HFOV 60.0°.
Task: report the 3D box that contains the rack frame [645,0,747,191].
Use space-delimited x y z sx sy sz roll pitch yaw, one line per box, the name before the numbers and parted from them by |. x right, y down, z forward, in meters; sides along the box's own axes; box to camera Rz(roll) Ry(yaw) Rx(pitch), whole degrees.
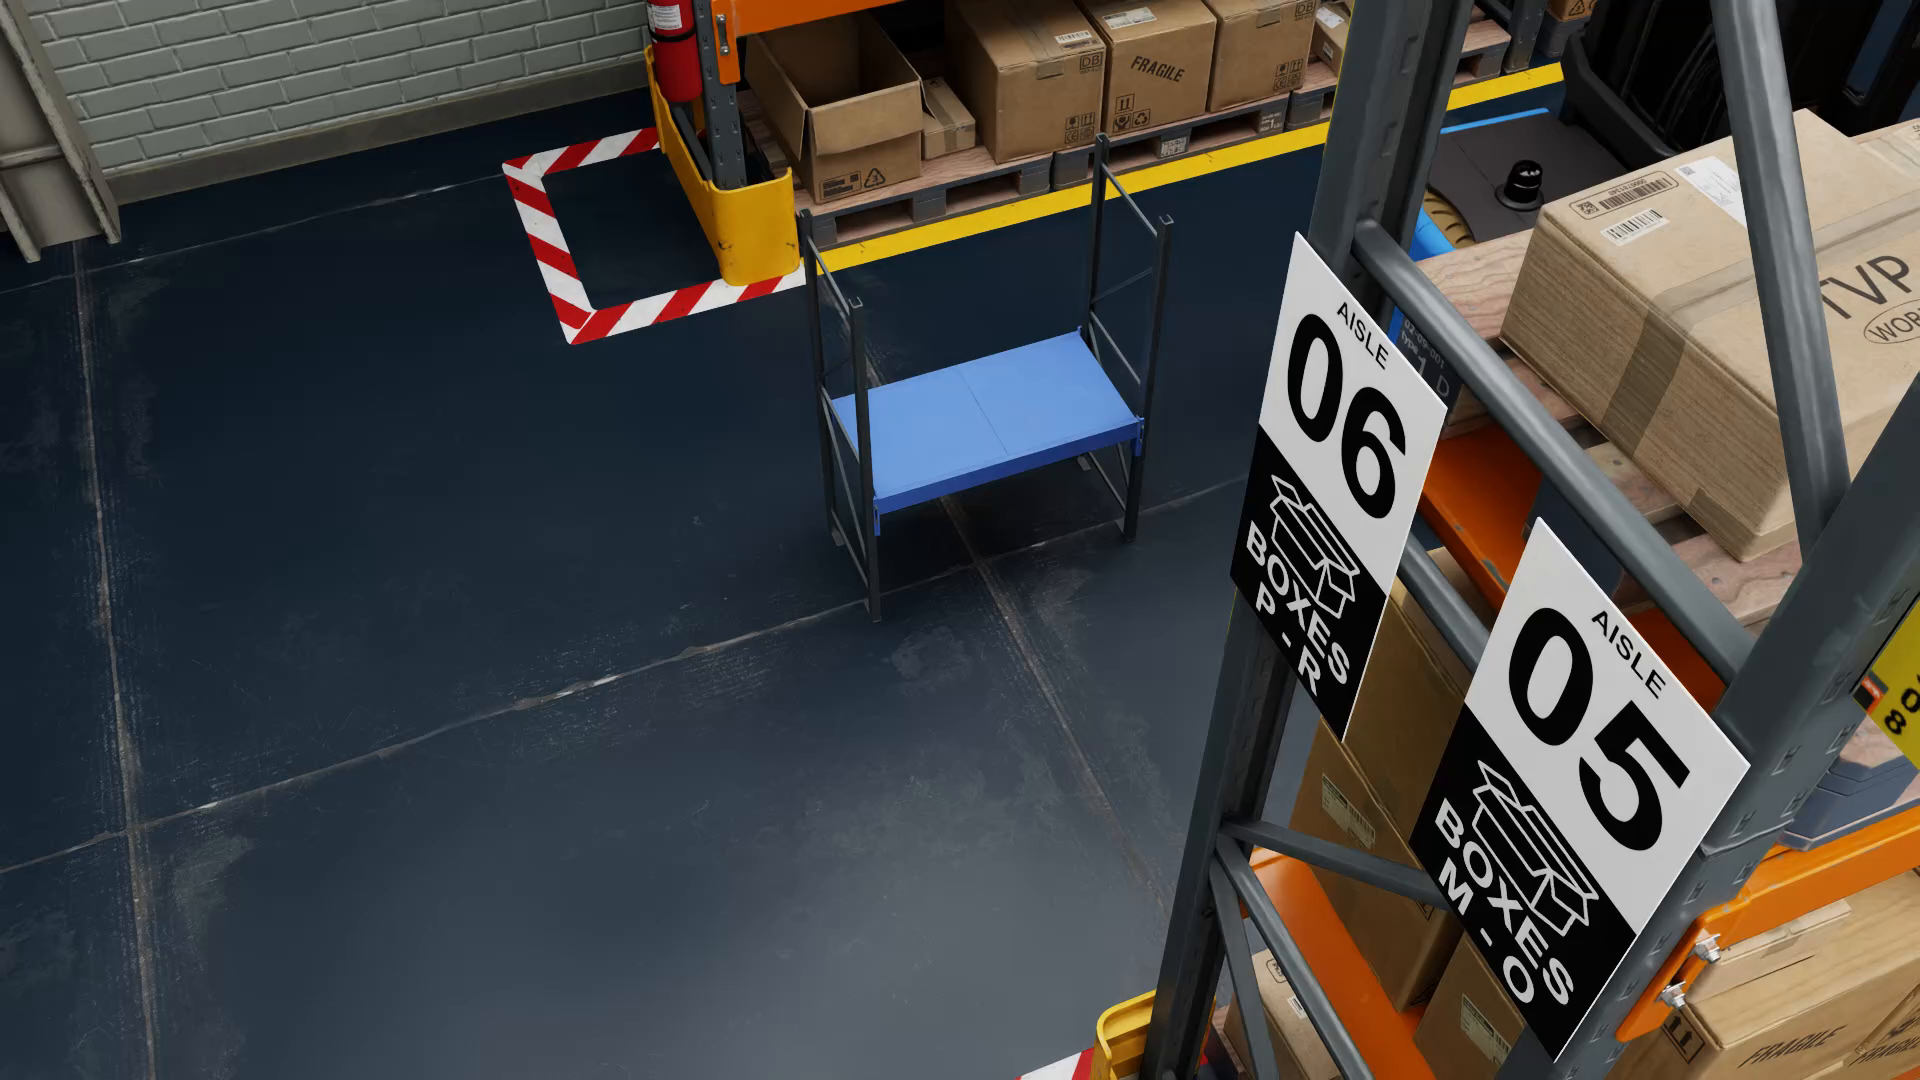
rack frame | -1.131 -2.496 6.416 0.127 3.000 1.000 -17 52 -14

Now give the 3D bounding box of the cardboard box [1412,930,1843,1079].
cardboard box | 1.303 1.021 3.330 0.500 0.500 0.500 -18 52 -15

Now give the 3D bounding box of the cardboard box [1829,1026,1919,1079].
cardboard box | 1.760 0.856 3.472 0.500 0.500 0.500 -18 52 -15

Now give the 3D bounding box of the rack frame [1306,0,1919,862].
rack frame | 0.750 -0.965 1.147 0.127 3.000 1.000 -17 52 -14

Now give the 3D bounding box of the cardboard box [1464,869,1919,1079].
cardboard box | 1.302 0.693 2.952 0.500 0.500 0.500 -18 52 -15

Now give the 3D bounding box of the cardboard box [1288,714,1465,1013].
cardboard box | 1.096 0.632 3.664 0.500 0.500 0.500 -17 51 -14

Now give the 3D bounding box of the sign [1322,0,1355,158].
sign | 0.557 -0.636 2.310 0.005 0.325 0.100 -17 52 -14

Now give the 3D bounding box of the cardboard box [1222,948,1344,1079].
cardboard box | 1.323 1.428 4.459 0.875 0.438 0.875 -19 52 -15

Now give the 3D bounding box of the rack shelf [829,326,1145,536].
rack shelf | 0.079 -0.396 5.838 1.000 0.185 0.538 -17 52 -14

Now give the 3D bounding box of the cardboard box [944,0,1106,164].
cardboard box | 0.278 -2.145 7.486 0.500 0.500 0.700 -15 51 -13

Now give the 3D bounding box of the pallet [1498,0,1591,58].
pallet | 3.311 -2.995 8.683 1.213 0.211 1.003 -17 52 -14

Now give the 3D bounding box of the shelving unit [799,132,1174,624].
shelving unit | 0.079 -0.513 5.702 1.048 1.500 0.538 -17 52 -14

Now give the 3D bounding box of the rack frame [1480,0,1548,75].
rack frame | 2.572 -3.643 7.402 0.127 3.000 1.000 -17 52 -14

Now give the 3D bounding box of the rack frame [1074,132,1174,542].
rack frame | 0.550 -0.659 5.827 0.032 1.500 0.500 -17 52 -14

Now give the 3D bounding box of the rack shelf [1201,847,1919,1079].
rack shelf | 2.601 0.650 4.189 4.000 0.370 1.077 -17 52 -14

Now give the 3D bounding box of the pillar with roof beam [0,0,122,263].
pillar with roof beam | -2.340 -1.286 1.423 0.400 9.000 9.100 -17 52 -14

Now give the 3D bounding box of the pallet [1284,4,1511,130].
pallet | 1.936 -2.538 8.291 1.213 0.211 1.003 -17 52 -14

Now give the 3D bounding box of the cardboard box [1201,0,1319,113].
cardboard box | 1.239 -2.443 7.741 0.500 0.500 0.700 -19 52 -16

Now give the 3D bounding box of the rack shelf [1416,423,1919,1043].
rack shelf | 2.601 -0.327 3.051 4.000 0.370 1.077 -17 52 -14

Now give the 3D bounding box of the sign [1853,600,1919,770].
sign | 0.954 0.093 1.587 0.005 0.325 0.100 -17 52 -14

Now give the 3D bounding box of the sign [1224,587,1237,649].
sign | 0.557 0.150 3.225 0.005 0.325 0.100 -17 52 -14

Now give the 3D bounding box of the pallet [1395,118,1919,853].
pallet | 1.433 -0.179 2.508 1.213 0.211 1.003 -17 52 -14

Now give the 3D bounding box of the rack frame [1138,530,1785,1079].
rack frame | 0.750 0.989 3.423 0.127 3.000 1.000 -17 52 -14

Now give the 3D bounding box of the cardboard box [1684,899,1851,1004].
cardboard box | 1.183 0.512 2.680 0.250 0.149 0.380 -16 51 -13

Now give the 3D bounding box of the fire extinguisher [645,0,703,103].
fire extinguisher | -1.092 -1.982 6.272 0.183 0.674 0.296 -17 52 -14

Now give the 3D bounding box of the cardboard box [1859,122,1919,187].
cardboard box | 1.490 -0.444 2.500 0.250 0.149 0.380 -21 52 -17

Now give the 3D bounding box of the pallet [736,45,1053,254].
pallet | -0.322 -1.838 7.690 1.213 0.211 1.003 -17 52 -14

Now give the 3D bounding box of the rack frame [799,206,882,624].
rack frame | -0.392 -0.367 5.577 0.032 1.500 0.500 -17 52 -14

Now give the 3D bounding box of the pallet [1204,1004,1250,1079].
pallet | 1.460 1.613 4.725 1.213 0.211 1.003 -17 52 -14

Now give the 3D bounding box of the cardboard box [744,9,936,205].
cardboard box | -0.528 -1.928 7.297 0.637 0.503 0.797 -19 52 -16

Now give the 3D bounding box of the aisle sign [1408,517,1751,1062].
aisle sign | 0.793 0.367 2.244 0.004 0.787 0.394 -17 52 -14

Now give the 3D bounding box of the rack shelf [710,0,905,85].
rack shelf | 0.721 -2.835 7.182 4.000 0.370 1.077 -17 52 -14

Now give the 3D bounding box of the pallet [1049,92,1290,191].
pallet | 0.805 -2.185 7.988 1.213 0.211 1.003 -17 52 -14

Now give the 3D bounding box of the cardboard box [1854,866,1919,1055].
cardboard box | 1.777 0.540 3.084 0.500 0.500 0.500 -18 52 -15

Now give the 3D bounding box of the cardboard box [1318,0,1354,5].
cardboard box | 1.872 -2.880 8.242 0.500 0.311 0.500 -16 51 -13

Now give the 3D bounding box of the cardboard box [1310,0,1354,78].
cardboard box | 1.837 -2.421 7.877 0.258 0.266 0.396 -16 51 -13

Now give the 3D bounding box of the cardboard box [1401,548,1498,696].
cardboard box | 1.006 0.176 2.969 0.250 0.149 0.380 -17 51 -14

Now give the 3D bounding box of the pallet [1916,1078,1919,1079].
pallet | 2.588 1.266 5.023 1.213 0.211 1.003 -17 52 -14

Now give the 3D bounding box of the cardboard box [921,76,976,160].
cardboard box | -0.120 -1.907 7.513 0.250 0.149 0.380 -19 52 -16

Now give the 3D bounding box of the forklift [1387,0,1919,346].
forklift | 3.021 -1.699 5.777 3.031 2.935 1.130 -14 51 -12

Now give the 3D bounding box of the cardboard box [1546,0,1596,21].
cardboard box | 3.105 -2.946 8.174 0.500 0.500 0.500 -15 51 -13

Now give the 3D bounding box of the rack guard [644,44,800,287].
rack guard | -1.060 -1.703 7.383 0.348 0.500 1.175 -17 52 -14

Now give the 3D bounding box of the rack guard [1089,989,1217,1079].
rack guard | 0.727 1.810 4.366 0.348 0.500 1.175 -17 52 -14

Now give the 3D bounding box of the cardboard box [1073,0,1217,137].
cardboard box | 0.805 -2.226 7.556 0.500 0.500 0.500 -16 51 -14

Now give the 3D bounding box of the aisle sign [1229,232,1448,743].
aisle sign | 0.566 -0.055 2.606 0.004 0.787 0.394 -17 52 -14

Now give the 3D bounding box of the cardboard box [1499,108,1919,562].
cardboard box | 1.132 -0.301 2.310 0.500 0.250 0.500 -22 53 -18

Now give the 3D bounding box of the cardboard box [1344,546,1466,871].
cardboard box | 1.106 0.325 3.268 0.500 0.500 0.500 -16 51 -13
